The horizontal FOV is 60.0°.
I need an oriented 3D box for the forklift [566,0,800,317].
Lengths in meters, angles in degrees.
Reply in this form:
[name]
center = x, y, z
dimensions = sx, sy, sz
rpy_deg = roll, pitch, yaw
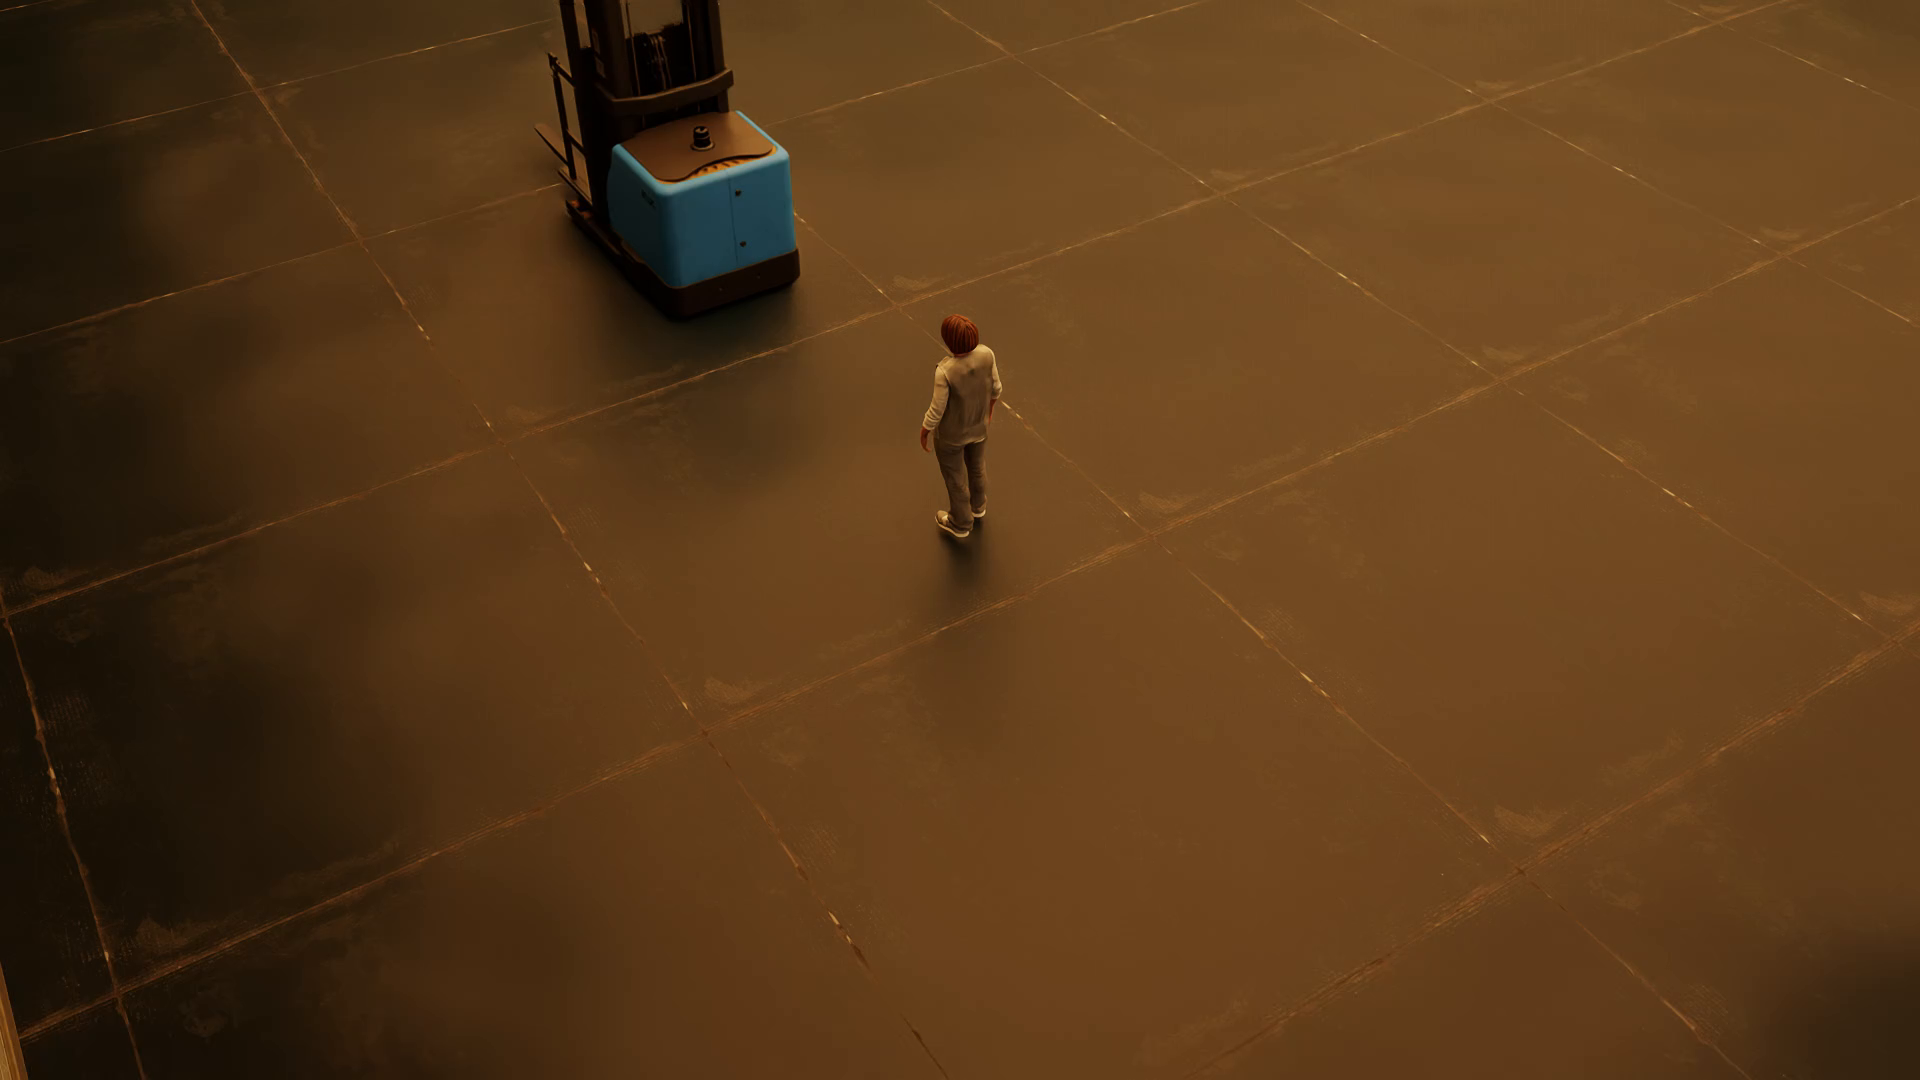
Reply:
[forklift]
center = -2.396, -3.629, 12.024
dimensions = 1.130, 2.935, 3.031
rpy_deg = -23, 46, -24

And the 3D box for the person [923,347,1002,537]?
[person]
center = -0.031, -0.598, 9.676
dimensions = 0.520, 1.360, 0.461
rpy_deg = -23, 46, -24
